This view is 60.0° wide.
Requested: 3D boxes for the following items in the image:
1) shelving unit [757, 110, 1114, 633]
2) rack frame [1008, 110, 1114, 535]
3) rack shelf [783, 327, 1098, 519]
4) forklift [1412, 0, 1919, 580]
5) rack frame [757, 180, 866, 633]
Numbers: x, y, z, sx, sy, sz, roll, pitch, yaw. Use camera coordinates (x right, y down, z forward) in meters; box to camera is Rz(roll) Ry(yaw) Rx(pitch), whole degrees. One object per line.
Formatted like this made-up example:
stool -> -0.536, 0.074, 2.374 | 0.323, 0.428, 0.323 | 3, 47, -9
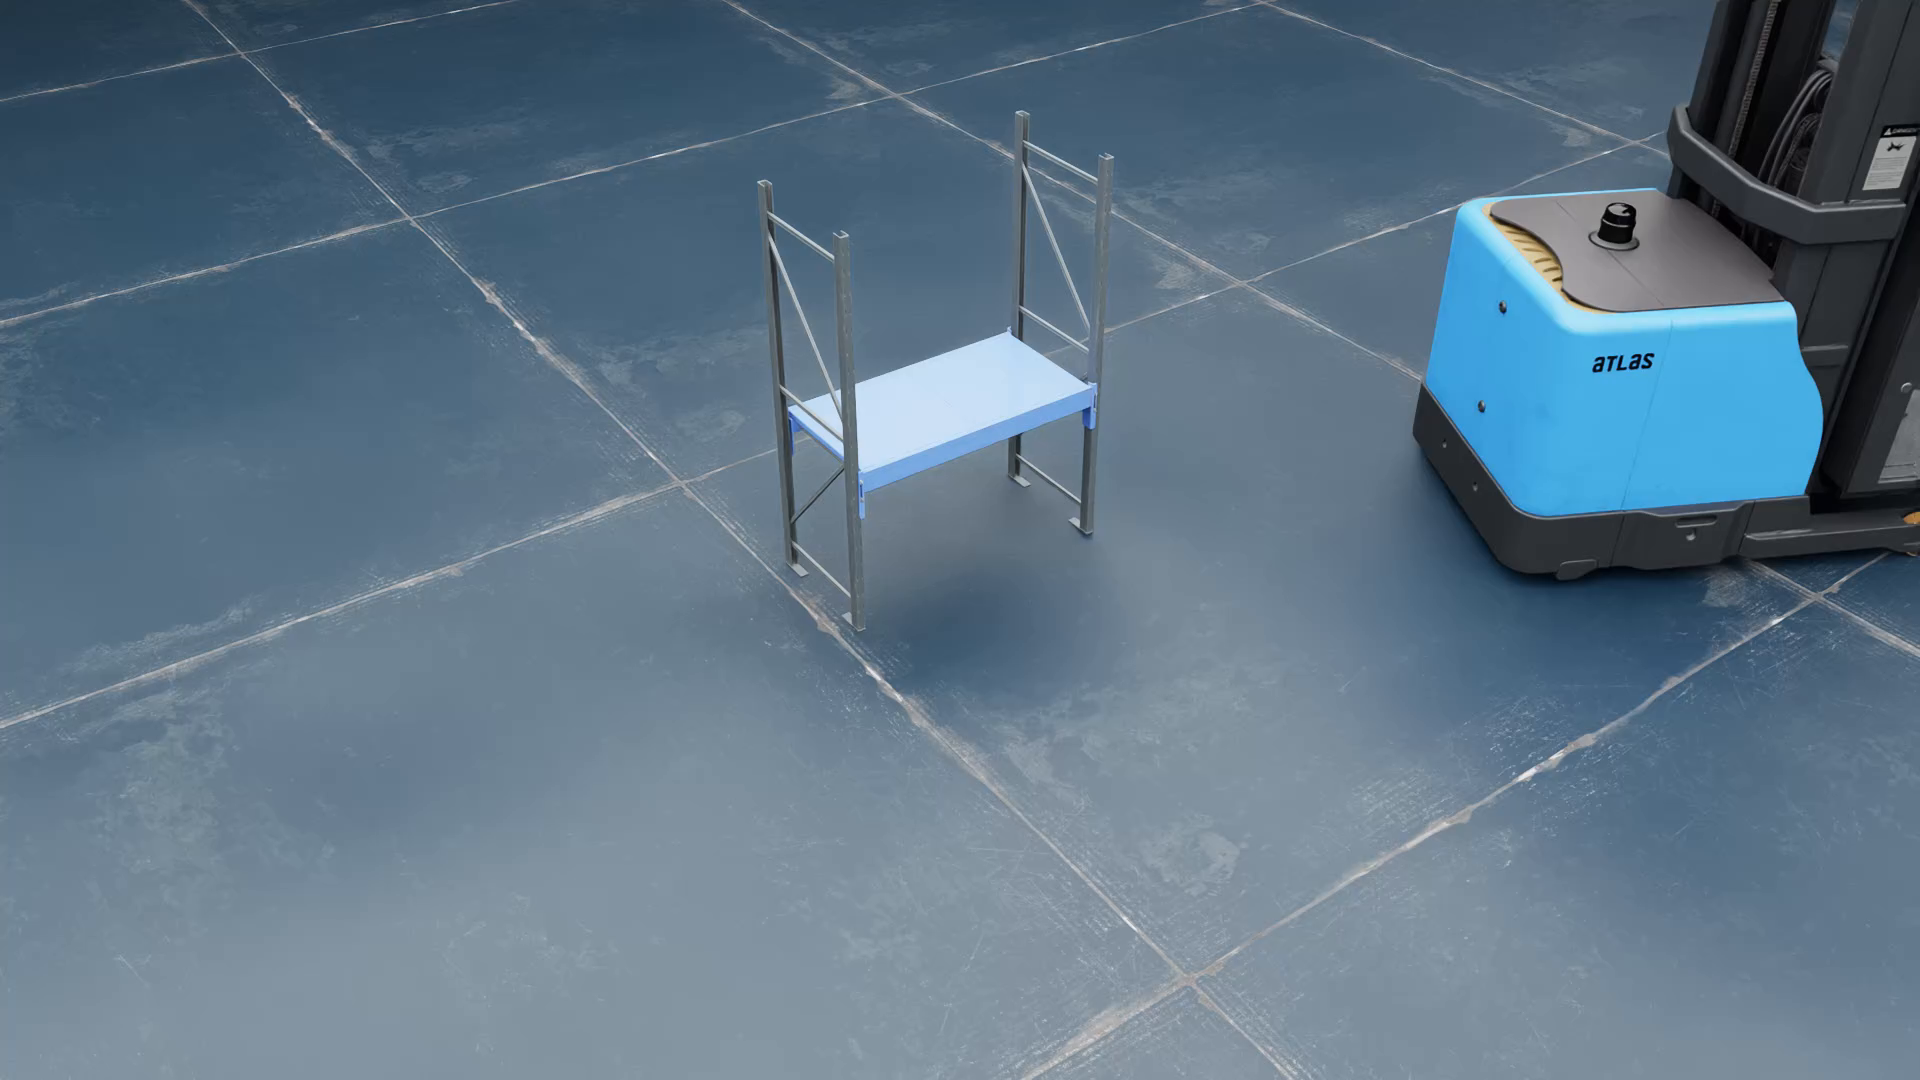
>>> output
shelving unit -> -0.070, -0.580, 5.772 | 1.048, 1.500, 0.538 | -22, 41, -28
rack frame -> 0.346, -0.751, 6.010 | 0.032, 1.500, 0.500 | -22, 41, -28
rack shelf -> -0.070, -0.434, 5.877 | 1.000, 0.185, 0.538 | -22, 41, -28
forklift -> 3.389, -1.431, 5.730 | 3.031, 2.935, 1.130 | -5, 36, -7
rack frame -> -0.485, -0.409, 5.534 | 0.032, 1.500, 0.500 | -22, 41, -28
